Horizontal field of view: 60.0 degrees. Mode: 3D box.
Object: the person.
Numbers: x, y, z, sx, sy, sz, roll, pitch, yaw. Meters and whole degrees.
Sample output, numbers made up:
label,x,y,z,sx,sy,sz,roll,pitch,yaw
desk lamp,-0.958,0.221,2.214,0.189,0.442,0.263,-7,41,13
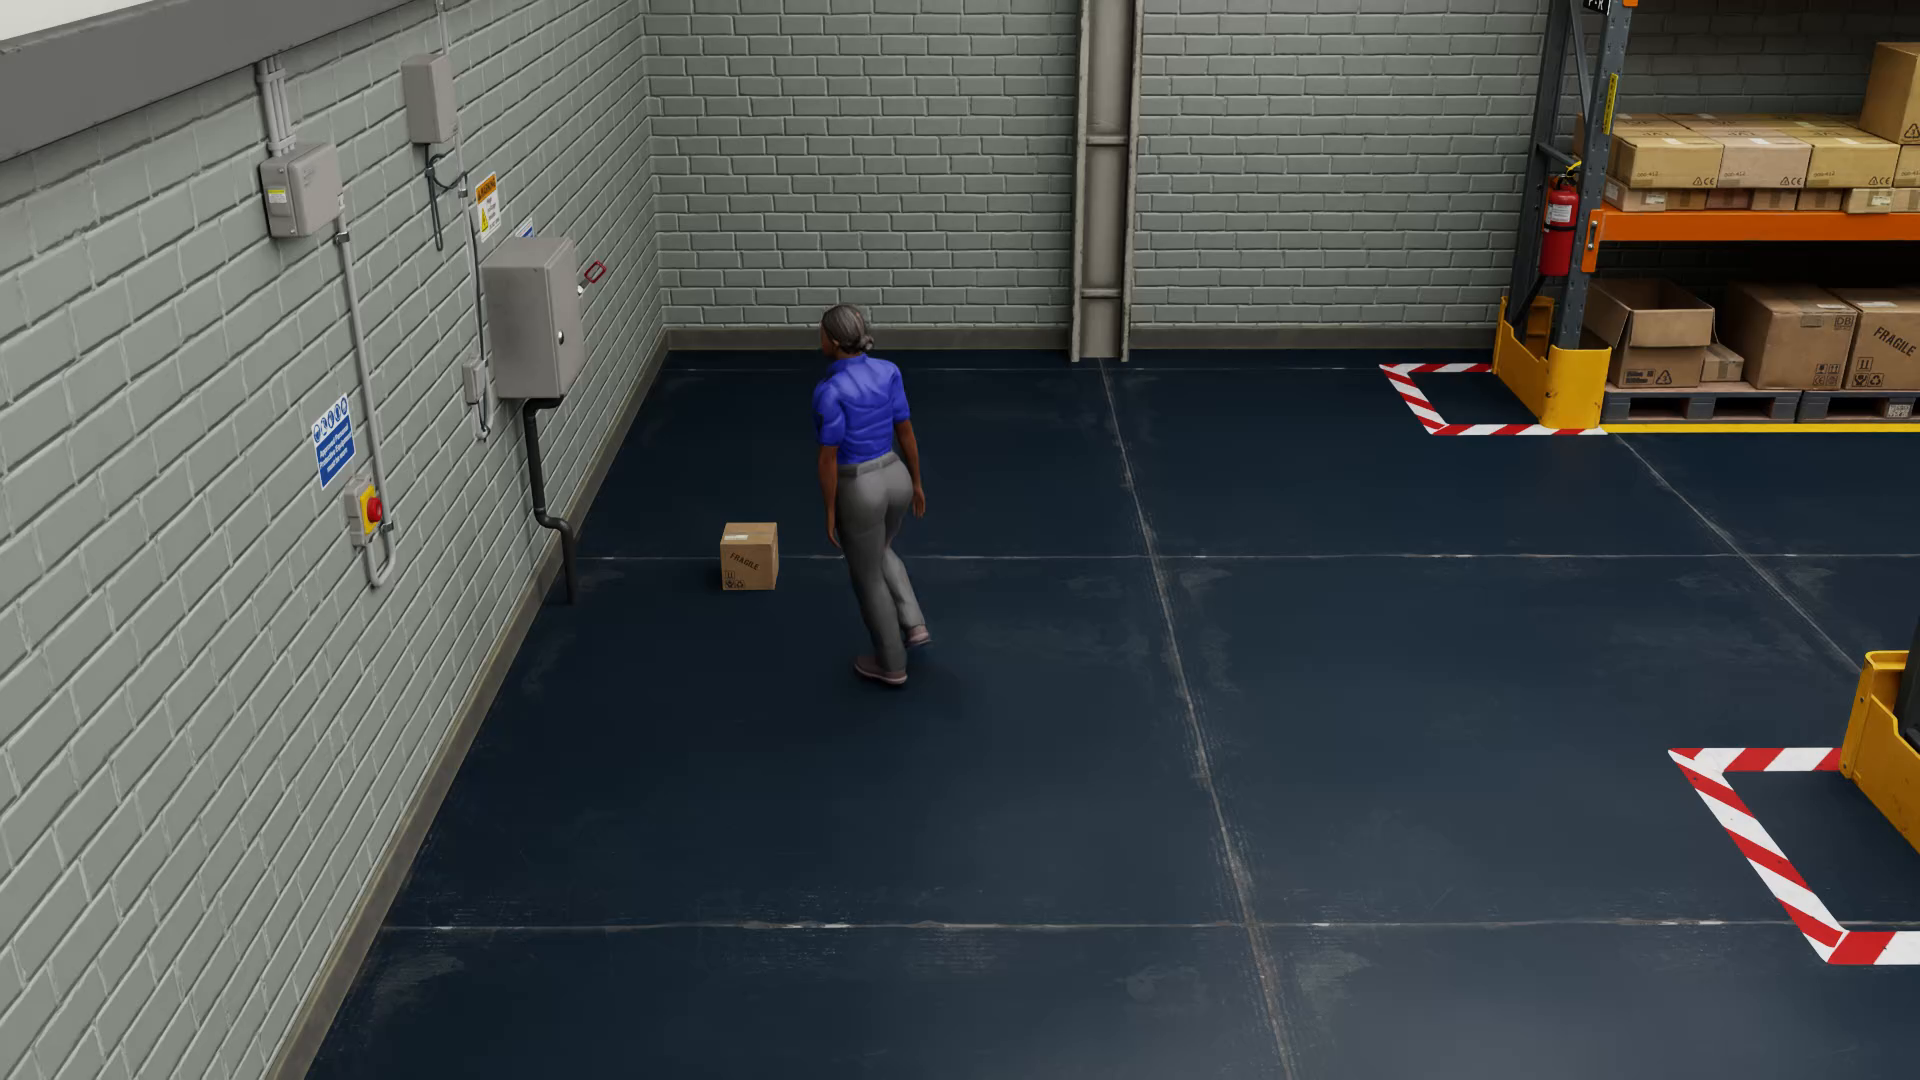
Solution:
label,x,y,z,sx,sy,sz,roll,pitch,yaw
person,-0.376,-0.180,6.979,0.452,1.648,0.495,22,32,40
